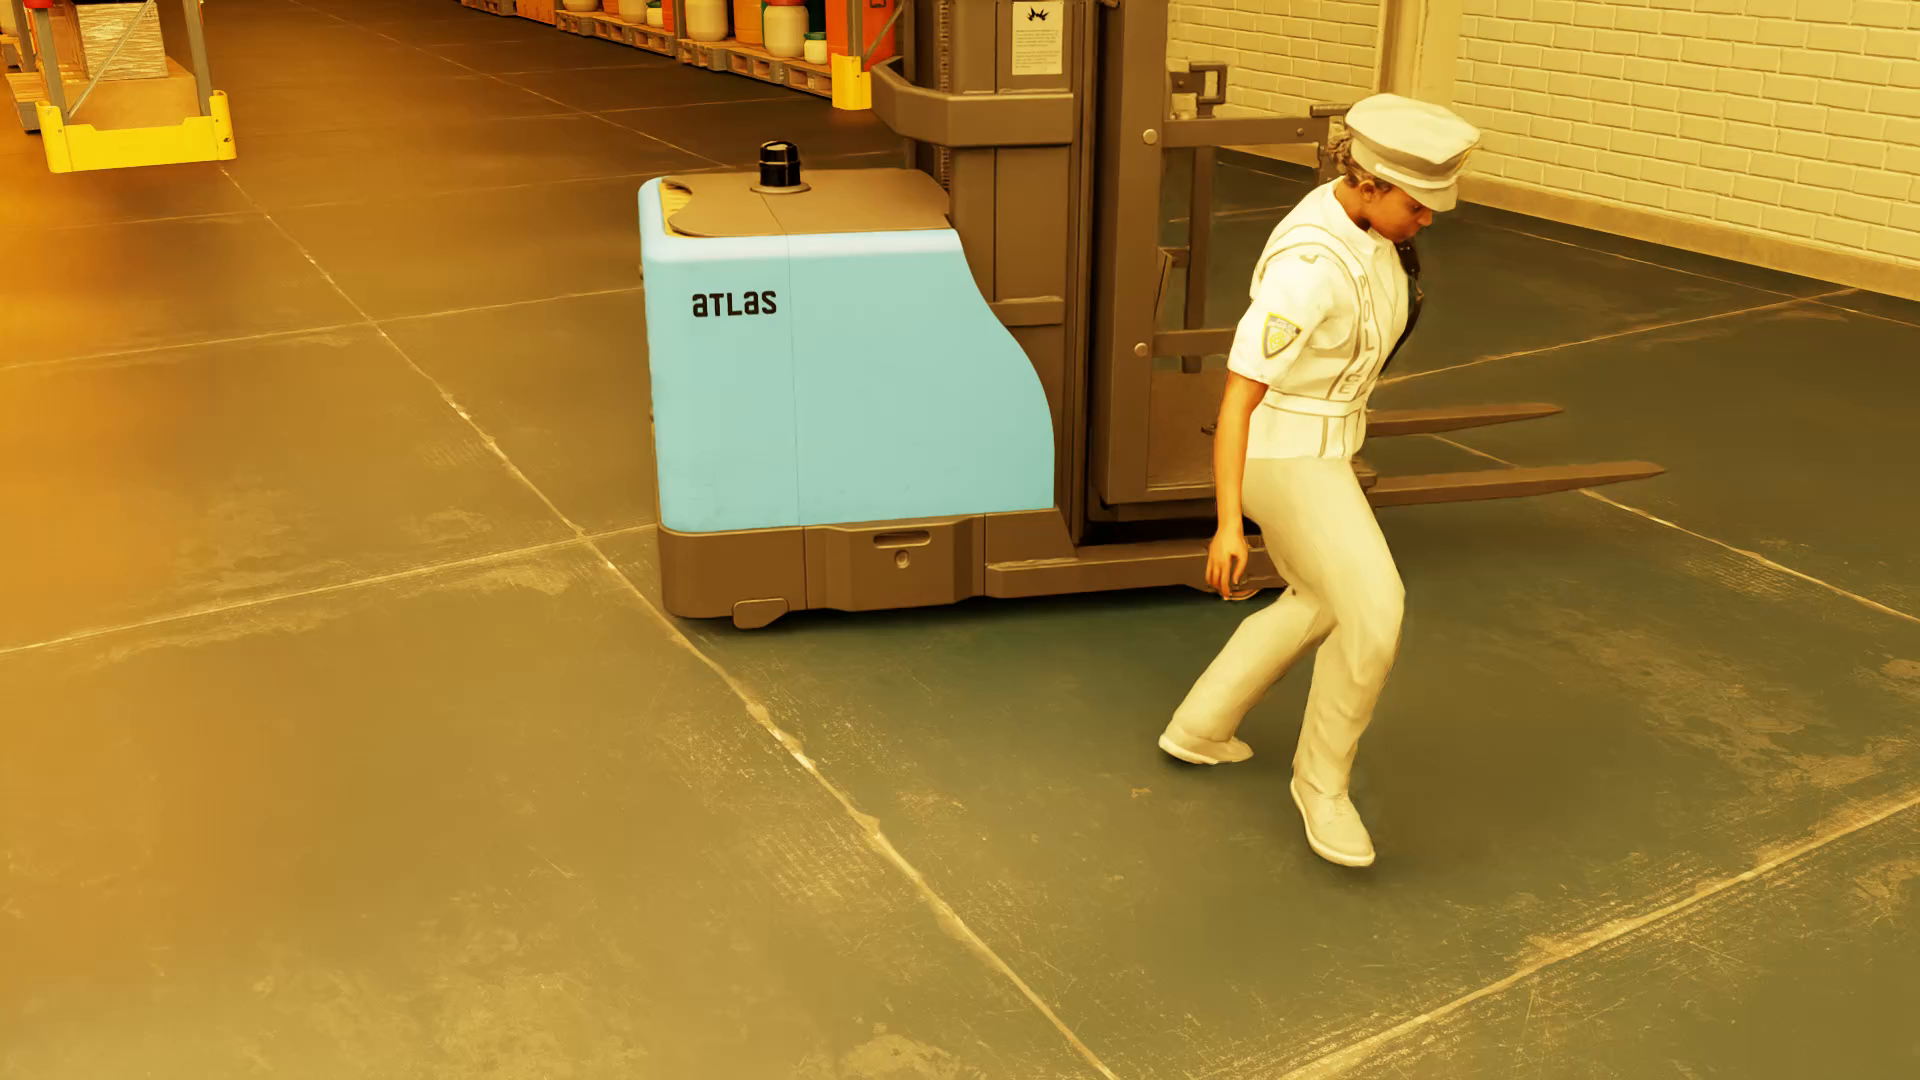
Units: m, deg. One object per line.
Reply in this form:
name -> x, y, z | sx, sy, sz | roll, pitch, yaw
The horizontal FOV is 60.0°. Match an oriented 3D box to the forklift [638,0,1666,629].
forklift -> 0.603, -1.377, 4.630 | 3.031, 2.935, 1.130 | -4, 23, -10

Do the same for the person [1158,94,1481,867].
person -> 0.777, -0.166, 3.635 | 0.560, 1.569, 1.080 | 9, 24, 20
